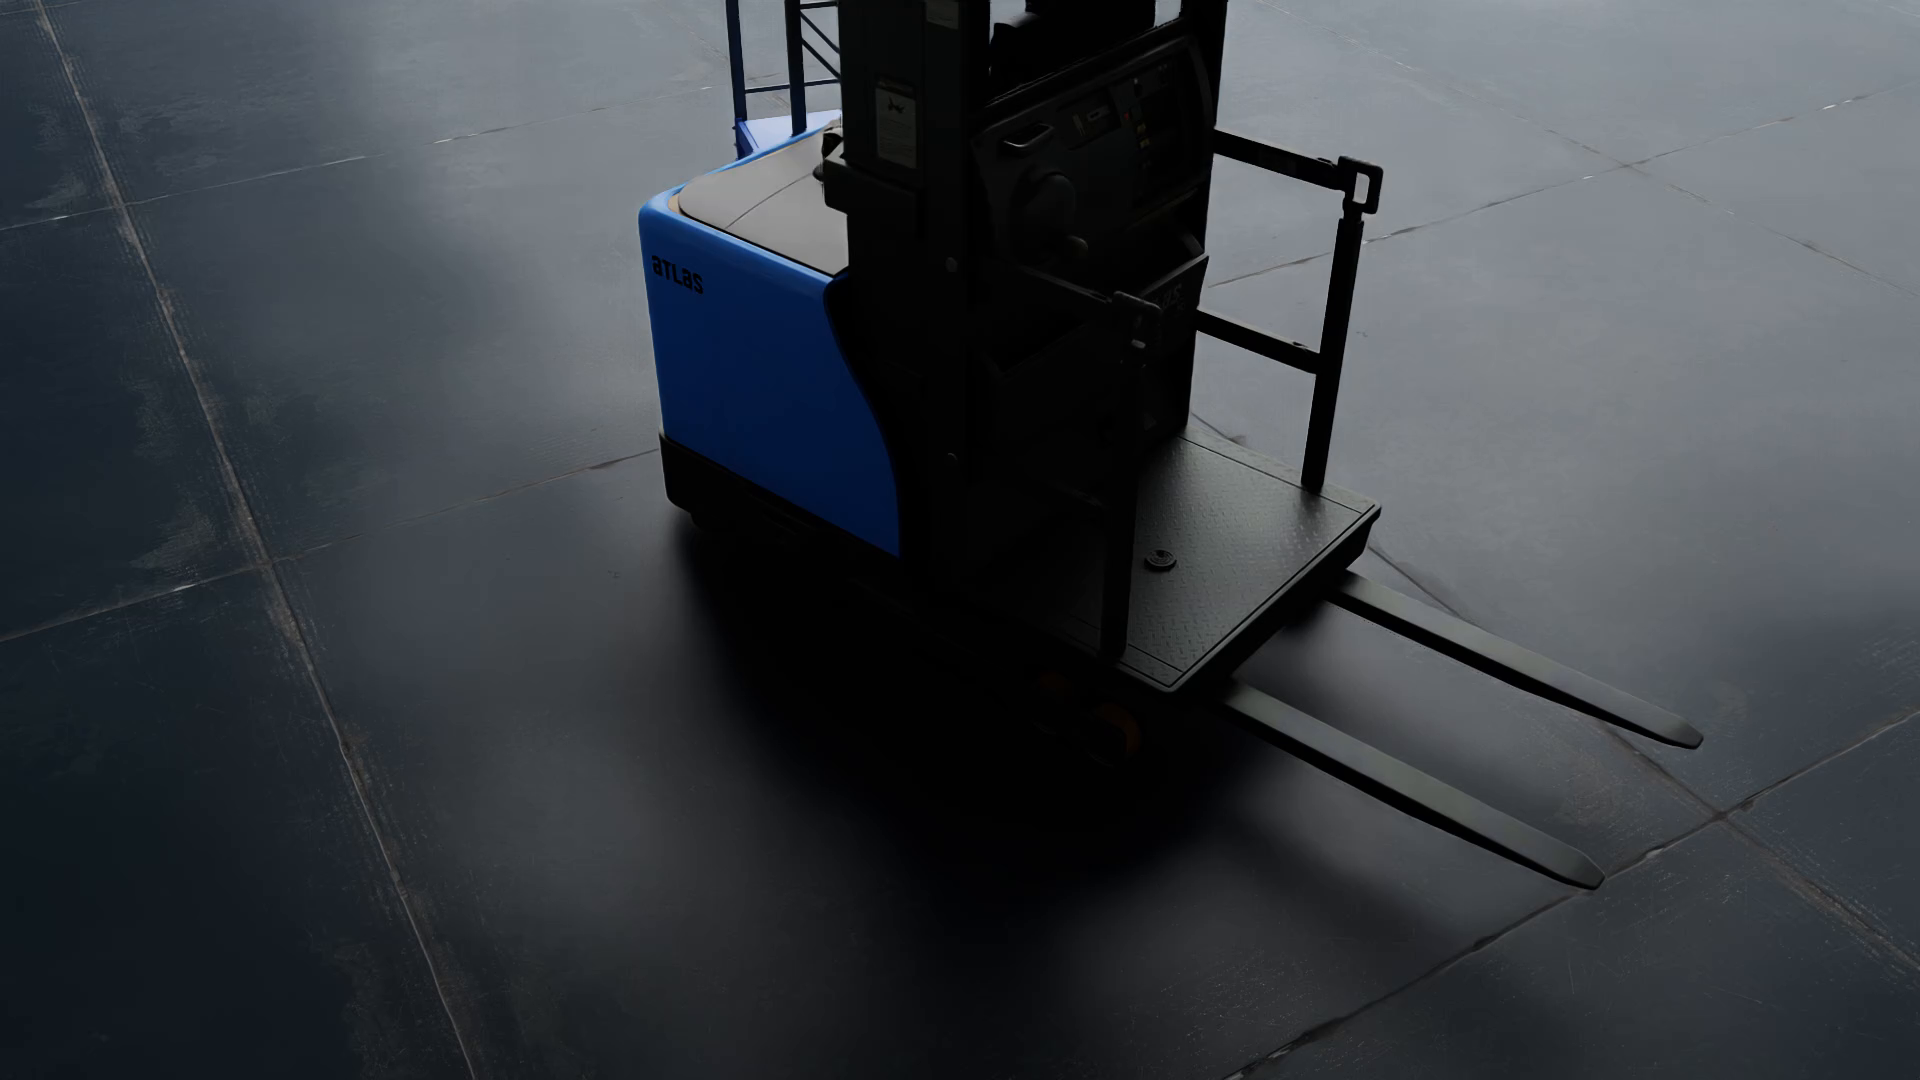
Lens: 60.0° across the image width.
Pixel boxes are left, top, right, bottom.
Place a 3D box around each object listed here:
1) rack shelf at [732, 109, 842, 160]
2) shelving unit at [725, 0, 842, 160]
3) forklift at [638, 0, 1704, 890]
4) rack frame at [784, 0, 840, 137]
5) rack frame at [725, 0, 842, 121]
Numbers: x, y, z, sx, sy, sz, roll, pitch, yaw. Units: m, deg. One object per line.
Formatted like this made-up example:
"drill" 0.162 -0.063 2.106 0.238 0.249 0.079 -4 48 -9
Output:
"rack shelf" -0.460 -1.306 6.071 0.538 0.185 1.000 -11 38 -15
"shelving unit" -0.460 -1.451 5.965 0.538 1.500 1.048 -11 38 -15
"forklift" 0.508 -0.936 4.046 3.031 2.935 1.130 27 44 31
"rack frame" -0.301 -1.166 5.575 0.500 1.500 0.032 -11 38 -15
"rack frame" -0.620 -1.736 6.355 0.500 1.500 0.032 -11 38 -15
